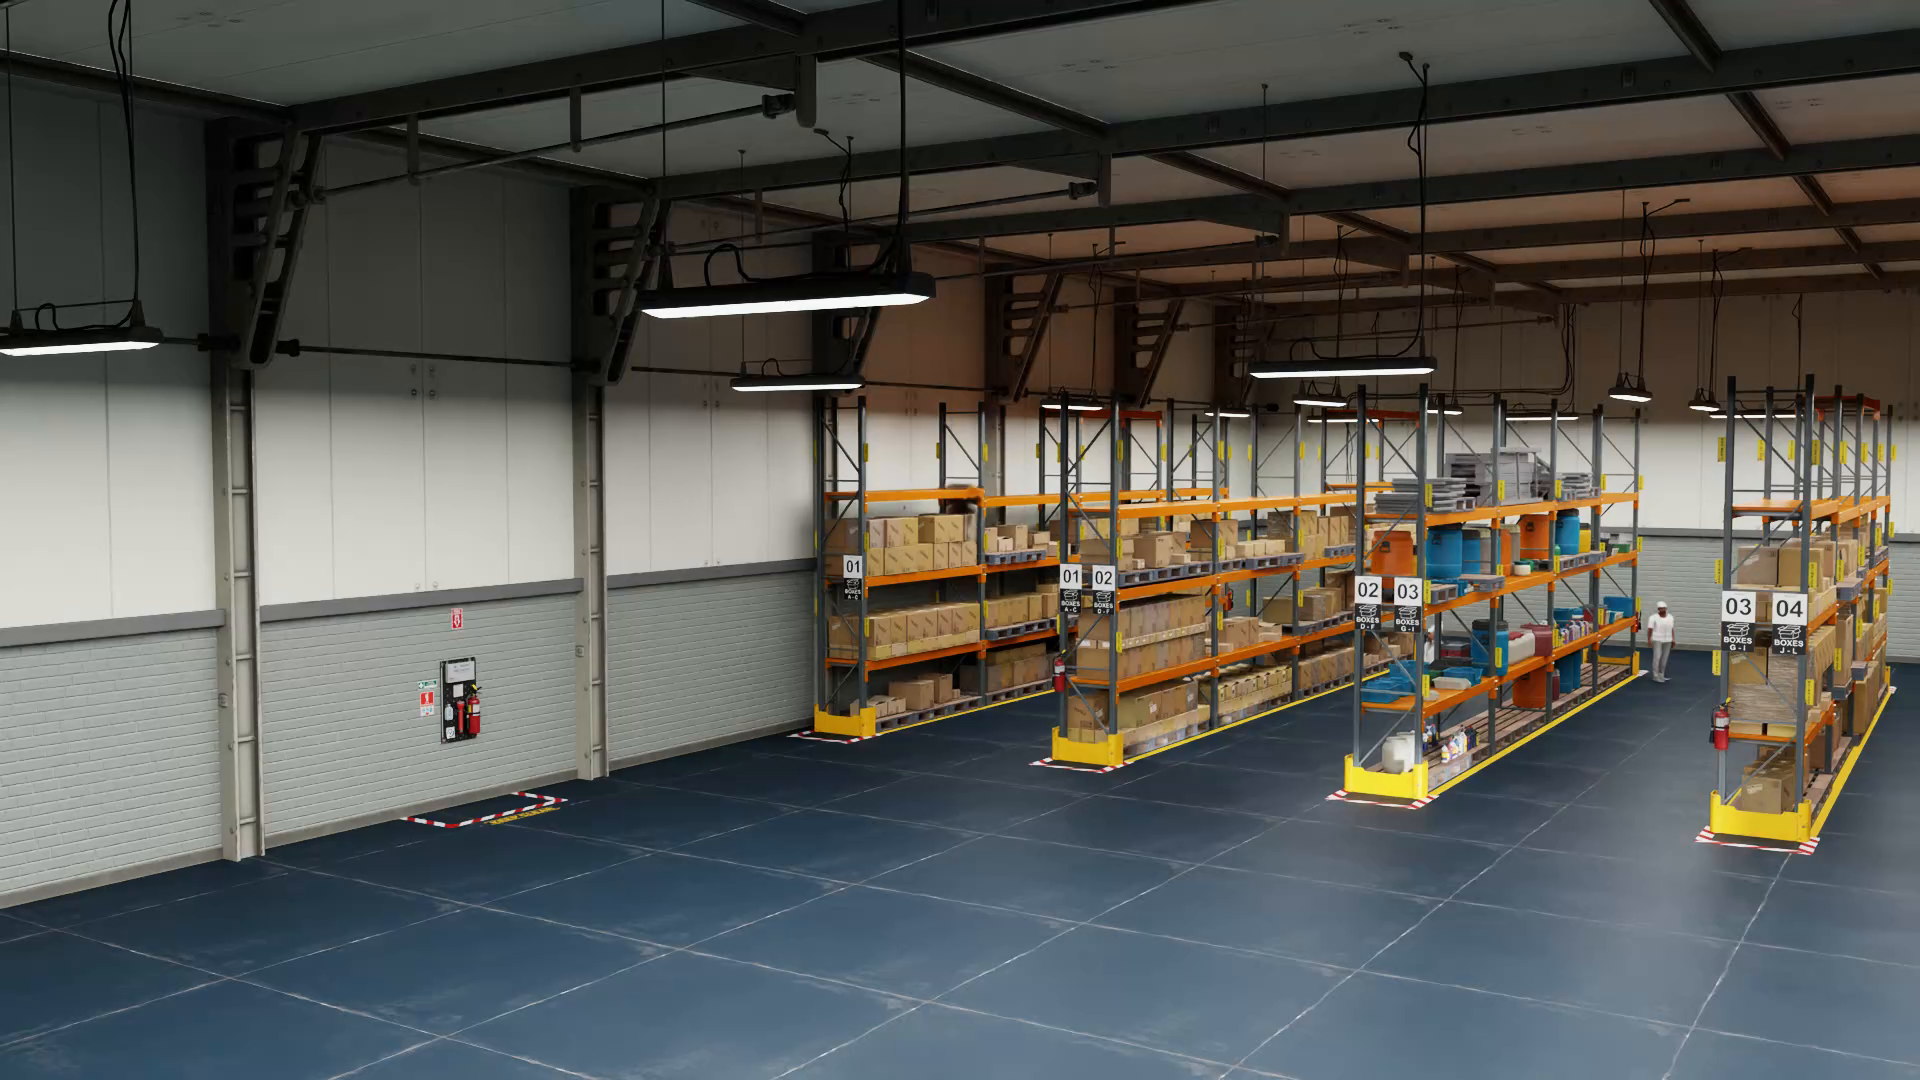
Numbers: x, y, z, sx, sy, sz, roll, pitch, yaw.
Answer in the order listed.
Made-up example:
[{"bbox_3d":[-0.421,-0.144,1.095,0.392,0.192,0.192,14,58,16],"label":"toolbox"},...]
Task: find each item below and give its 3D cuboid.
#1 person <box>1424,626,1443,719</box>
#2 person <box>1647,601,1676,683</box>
[{"bbox_3d":[8.887,2.483,31.421,0.659,1.729,1.026,3,4,42],"label":"person"},{"bbox_3d":[15.380,2.223,36.386,0.610,1.778,0.580,0,3,-1],"label":"person"}]
